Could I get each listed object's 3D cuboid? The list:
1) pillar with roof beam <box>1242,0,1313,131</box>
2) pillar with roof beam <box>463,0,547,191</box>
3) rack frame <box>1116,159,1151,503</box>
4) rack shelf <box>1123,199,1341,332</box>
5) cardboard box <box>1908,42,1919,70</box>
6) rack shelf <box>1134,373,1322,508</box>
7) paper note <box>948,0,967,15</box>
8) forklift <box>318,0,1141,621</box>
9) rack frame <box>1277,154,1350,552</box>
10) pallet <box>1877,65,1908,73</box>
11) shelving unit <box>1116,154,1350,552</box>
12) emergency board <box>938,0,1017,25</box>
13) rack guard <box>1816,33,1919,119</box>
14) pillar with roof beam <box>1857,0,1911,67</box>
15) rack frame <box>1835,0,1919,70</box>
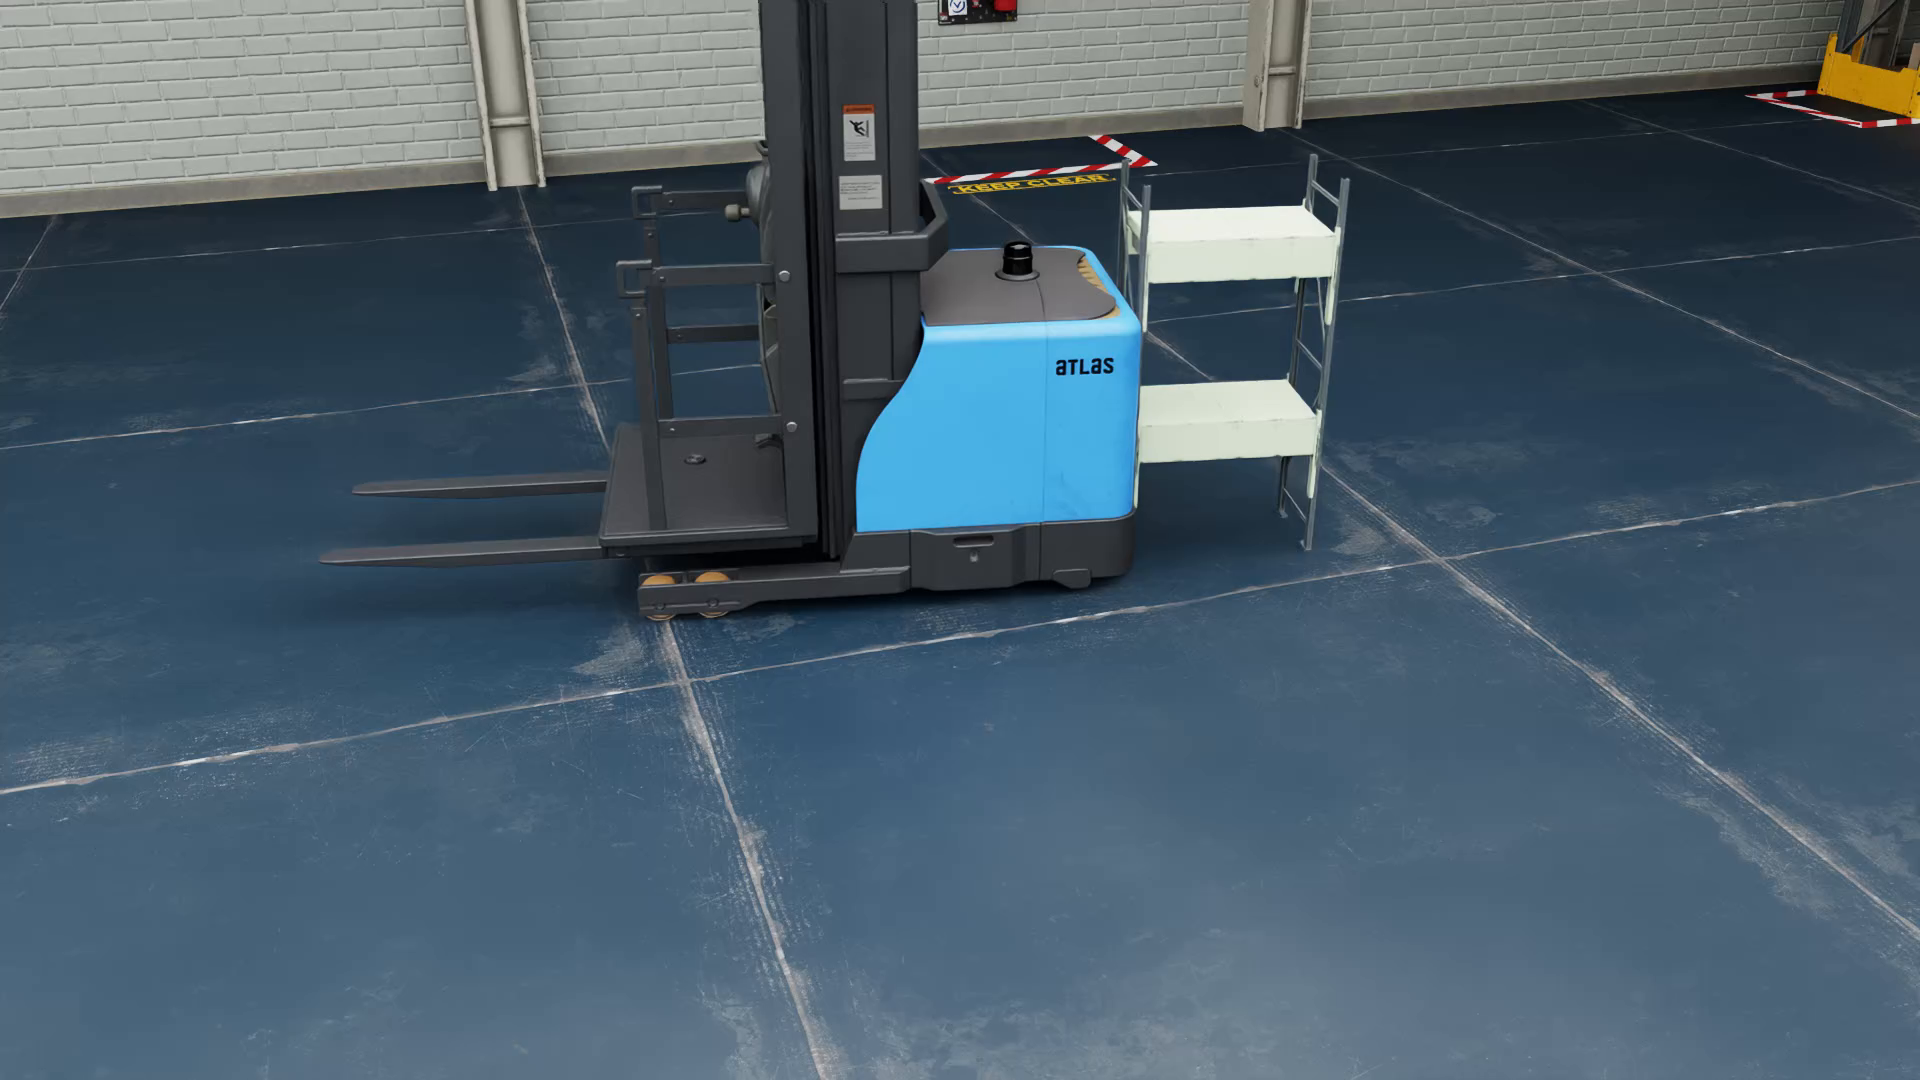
[{"bbox_3d":[3.867,-5.585,7.880,0.400,9.000,9.100,-8,28,-16],"label":"pillar with roof beam"},{"bbox_3d":[-1.838,-4.759,6.216,0.400,9.000,9.100,-8,28,-16],"label":"pillar with roof beam"},{"bbox_3d":[0.644,-0.674,6.420,0.023,1.500,0.400,-3,27,-6],"label":"rack frame"},{"bbox_3d":[1.007,-1.043,6.287,0.720,0.370,0.431,-3,27,-6],"label":"rack shelf"},{"bbox_3d":[8.527,-4.132,14.229,0.500,0.311,0.500,-12,29,-22],"label":"cardboard box"},{"bbox_3d":[1.007,-0.402,6.606,0.720,0.370,0.431,-3,27,-6],"label":"rack shelf"},{"bbox_3d":[-0.017,-4.004,12.433,0.142,0.148,0.016,-8,28,-16],"label":"paper note"},{"bbox_3d":[-0.890,-1.264,5.999,3.031,2.935,1.130,-3,27,-6],"label":"forklift"},{"bbox_3d":[1.371,-0.714,6.501,0.023,1.500,0.400,-3,27,-6],"label":"rack frame"},{"bbox_3d":[8.697,-3.941,14.450,1.213,0.211,1.003,-8,28,-16],"label":"pallet"},{"bbox_3d":[1.007,-0.694,6.461,0.755,1.500,0.431,-3,27,-6],"label":"shelving unit"},{"bbox_3d":[0.172,-4.394,12.227,0.643,1.169,0.194,-8,28,-16],"label":"emergency board"},{"bbox_3d":[7.913,-3.973,14.191,0.348,0.500,1.175,-8,28,-16],"label":"rack guard"},{"bbox_3d":[9.572,-6.411,9.544,0.400,9.000,9.100,-8,28,-16],"label":"pillar with roof beam"},{"bbox_3d":[7.841,-5.082,13.614,0.127,3.000,1.000,-8,28,-16],"label":"rack frame"}]
